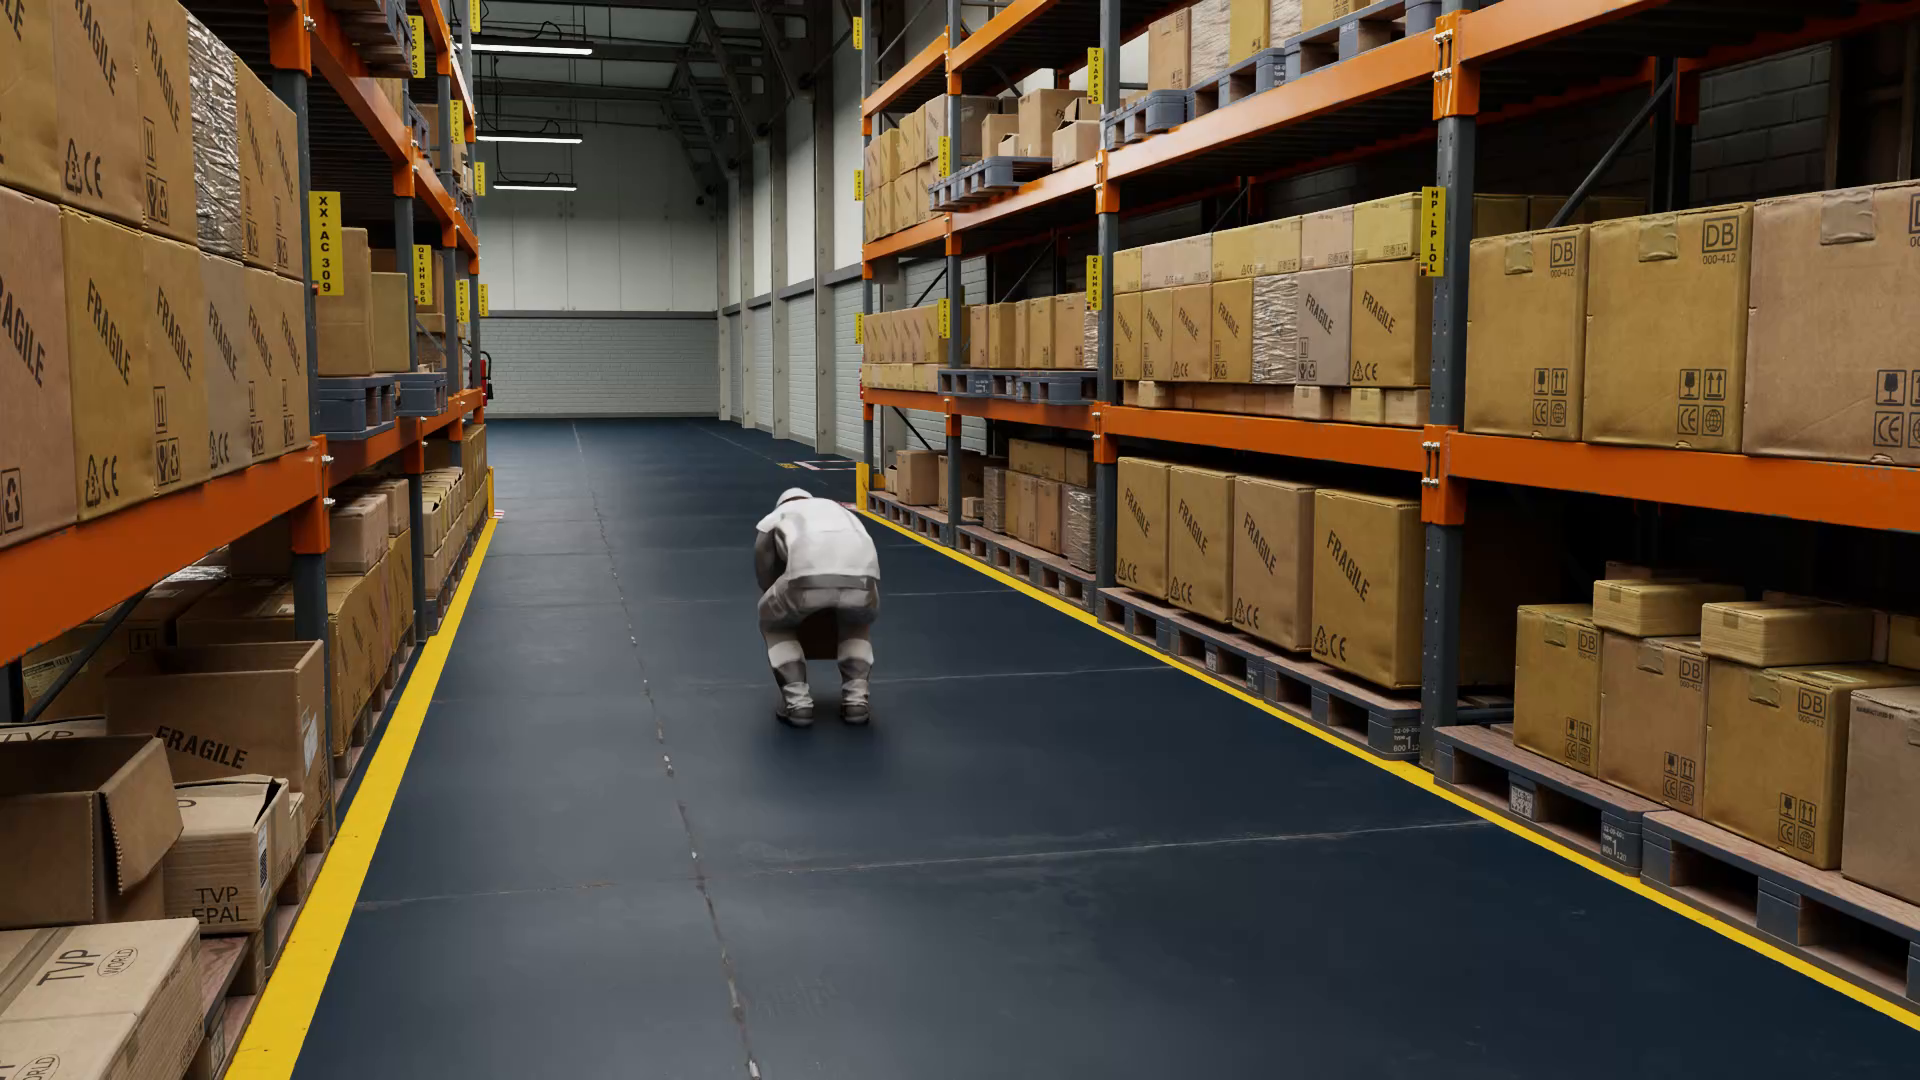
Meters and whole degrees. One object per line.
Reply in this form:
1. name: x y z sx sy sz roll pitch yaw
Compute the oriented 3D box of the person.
1. person: -0.642 0.285 7.410 0.536 0.985 0.946 -2 6 -16
